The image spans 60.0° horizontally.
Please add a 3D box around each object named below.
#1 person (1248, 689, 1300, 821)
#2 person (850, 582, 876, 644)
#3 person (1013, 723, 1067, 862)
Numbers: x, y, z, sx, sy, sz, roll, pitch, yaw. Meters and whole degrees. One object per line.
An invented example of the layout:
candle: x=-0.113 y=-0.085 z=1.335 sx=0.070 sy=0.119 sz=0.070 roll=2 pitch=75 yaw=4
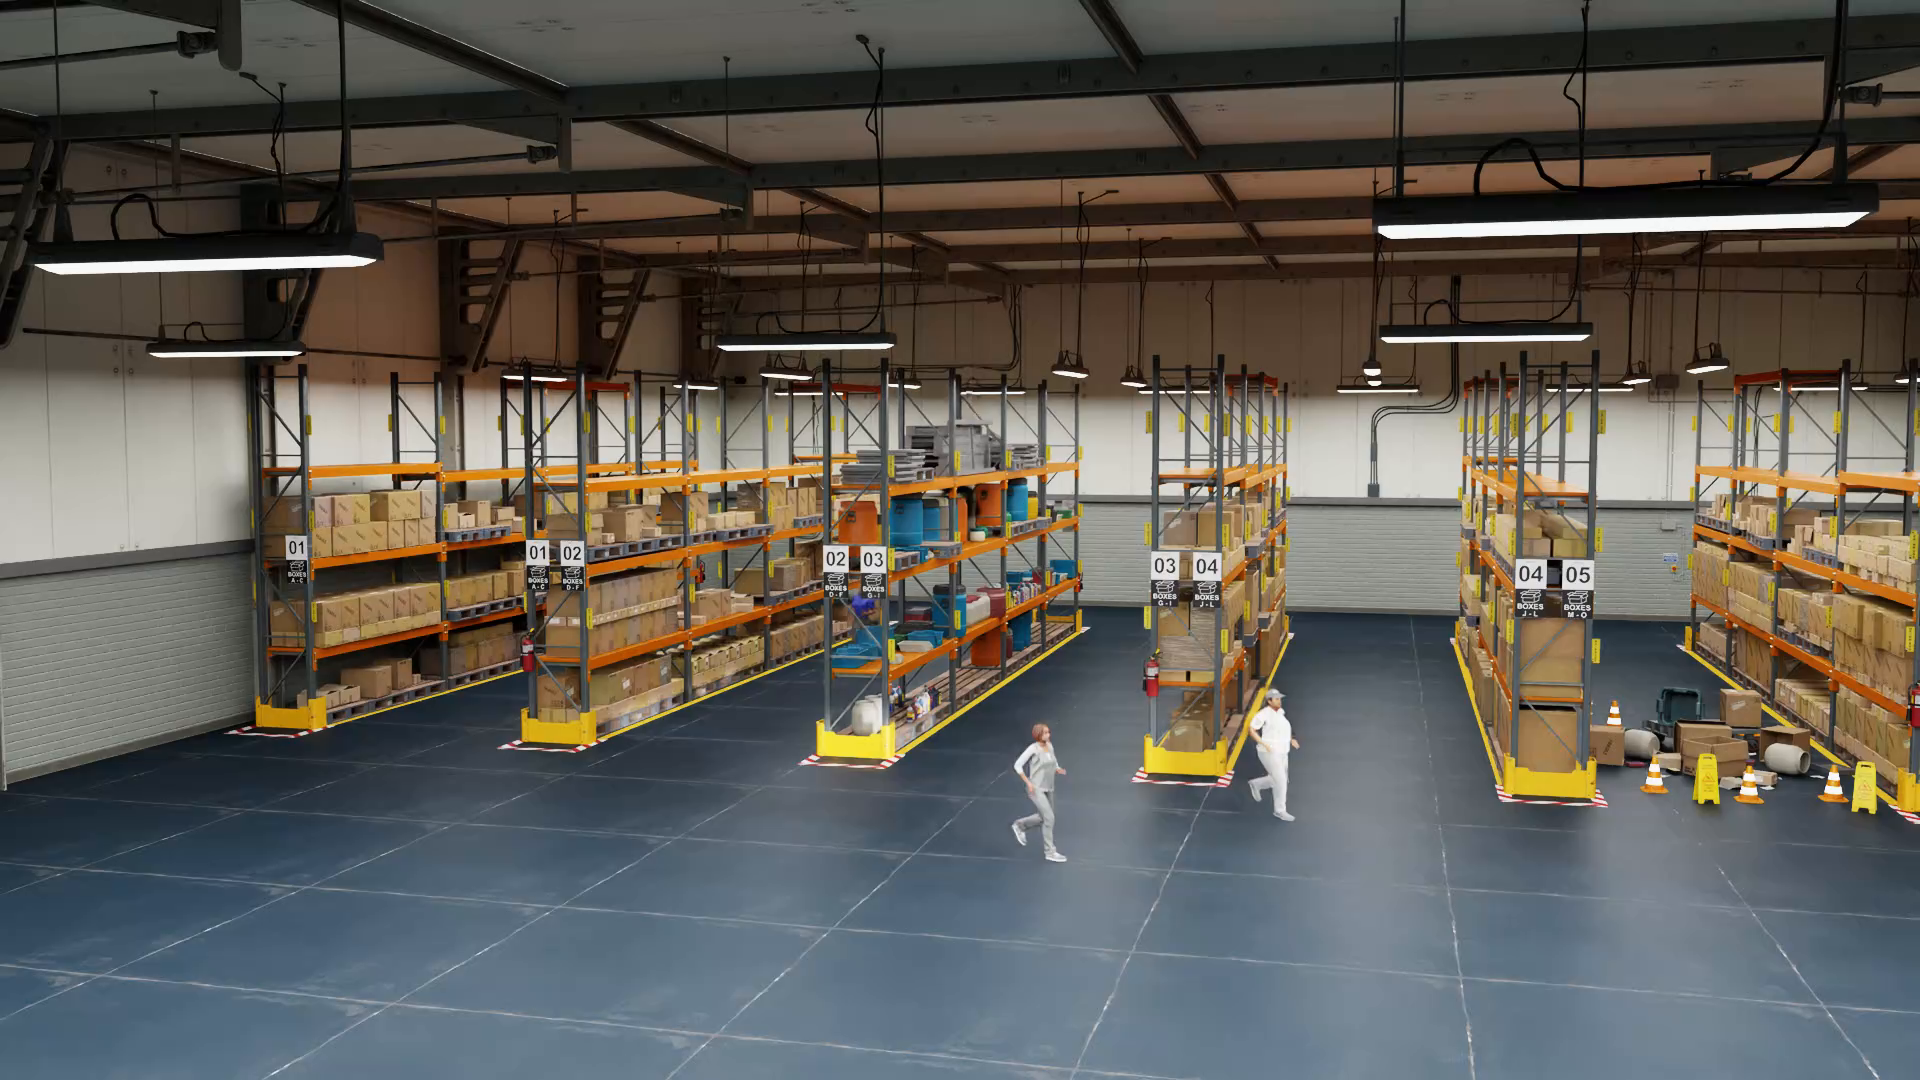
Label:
person: x=3.980 y=2.736 z=21.317 sx=0.607 sy=1.644 sz=0.755 roll=-4 pitch=6 yaw=-44
person: x=-1.906 y=1.659 z=32.224 sx=0.578 sy=1.695 sz=0.844 roll=1 pitch=4 yaw=14
person: x=0.893 y=2.882 z=19.165 sx=0.784 sy=1.571 sz=0.538 roll=3 pitch=5 yaw=40
